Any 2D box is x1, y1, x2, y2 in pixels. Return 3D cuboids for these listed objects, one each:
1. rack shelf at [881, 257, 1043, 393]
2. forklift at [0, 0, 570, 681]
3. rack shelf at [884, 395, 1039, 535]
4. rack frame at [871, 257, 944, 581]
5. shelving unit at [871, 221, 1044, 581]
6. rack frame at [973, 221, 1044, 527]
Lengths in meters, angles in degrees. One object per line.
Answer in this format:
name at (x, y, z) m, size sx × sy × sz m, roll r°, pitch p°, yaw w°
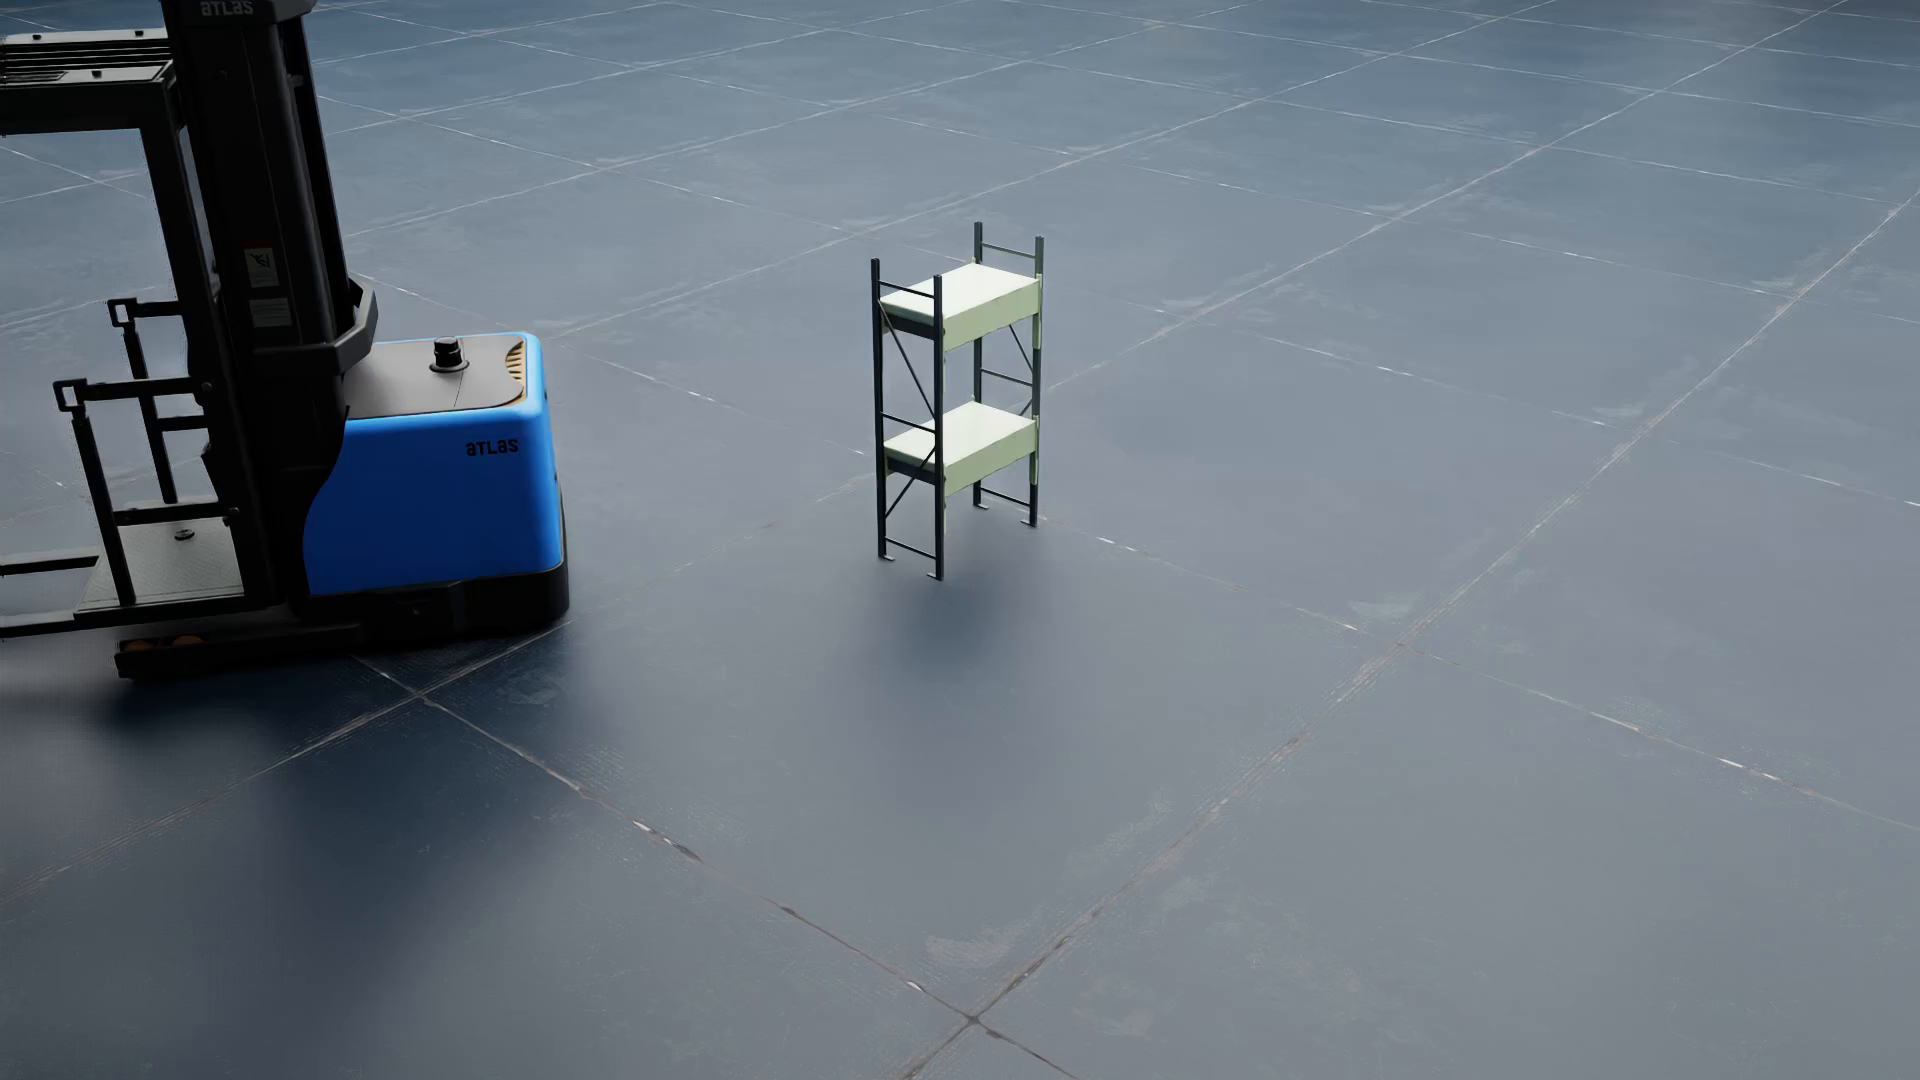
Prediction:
rack shelf at (-0.004, -1.010, 7.721) m, size 0.431 × 0.370 × 0.720 m, roll 21°, pitch 34°, yaw 34°
forklift at (-3.336, -0.970, 6.934) m, size 3.031 × 2.935 × 1.130 m, roll -6°, pitch 28°, yaw -12°
rack shelf at (-0.004, -0.374, 8.051) m, size 0.431 × 0.370 × 0.720 m, roll 21°, pitch 34°, yaw 34°
rack frame at (-0.237, -0.534, 7.650) m, size 0.400 × 1.500 × 0.023 m, roll 21°, pitch 34°, yaw 34°
shelving unit at (-0.004, -0.664, 7.901) m, size 0.431 × 1.500 × 0.755 m, roll 21°, pitch 34°, yaw 34°
rack frame at (0.229, -0.794, 8.152) m, size 0.400 × 1.500 × 0.023 m, roll 21°, pitch 34°, yaw 34°
